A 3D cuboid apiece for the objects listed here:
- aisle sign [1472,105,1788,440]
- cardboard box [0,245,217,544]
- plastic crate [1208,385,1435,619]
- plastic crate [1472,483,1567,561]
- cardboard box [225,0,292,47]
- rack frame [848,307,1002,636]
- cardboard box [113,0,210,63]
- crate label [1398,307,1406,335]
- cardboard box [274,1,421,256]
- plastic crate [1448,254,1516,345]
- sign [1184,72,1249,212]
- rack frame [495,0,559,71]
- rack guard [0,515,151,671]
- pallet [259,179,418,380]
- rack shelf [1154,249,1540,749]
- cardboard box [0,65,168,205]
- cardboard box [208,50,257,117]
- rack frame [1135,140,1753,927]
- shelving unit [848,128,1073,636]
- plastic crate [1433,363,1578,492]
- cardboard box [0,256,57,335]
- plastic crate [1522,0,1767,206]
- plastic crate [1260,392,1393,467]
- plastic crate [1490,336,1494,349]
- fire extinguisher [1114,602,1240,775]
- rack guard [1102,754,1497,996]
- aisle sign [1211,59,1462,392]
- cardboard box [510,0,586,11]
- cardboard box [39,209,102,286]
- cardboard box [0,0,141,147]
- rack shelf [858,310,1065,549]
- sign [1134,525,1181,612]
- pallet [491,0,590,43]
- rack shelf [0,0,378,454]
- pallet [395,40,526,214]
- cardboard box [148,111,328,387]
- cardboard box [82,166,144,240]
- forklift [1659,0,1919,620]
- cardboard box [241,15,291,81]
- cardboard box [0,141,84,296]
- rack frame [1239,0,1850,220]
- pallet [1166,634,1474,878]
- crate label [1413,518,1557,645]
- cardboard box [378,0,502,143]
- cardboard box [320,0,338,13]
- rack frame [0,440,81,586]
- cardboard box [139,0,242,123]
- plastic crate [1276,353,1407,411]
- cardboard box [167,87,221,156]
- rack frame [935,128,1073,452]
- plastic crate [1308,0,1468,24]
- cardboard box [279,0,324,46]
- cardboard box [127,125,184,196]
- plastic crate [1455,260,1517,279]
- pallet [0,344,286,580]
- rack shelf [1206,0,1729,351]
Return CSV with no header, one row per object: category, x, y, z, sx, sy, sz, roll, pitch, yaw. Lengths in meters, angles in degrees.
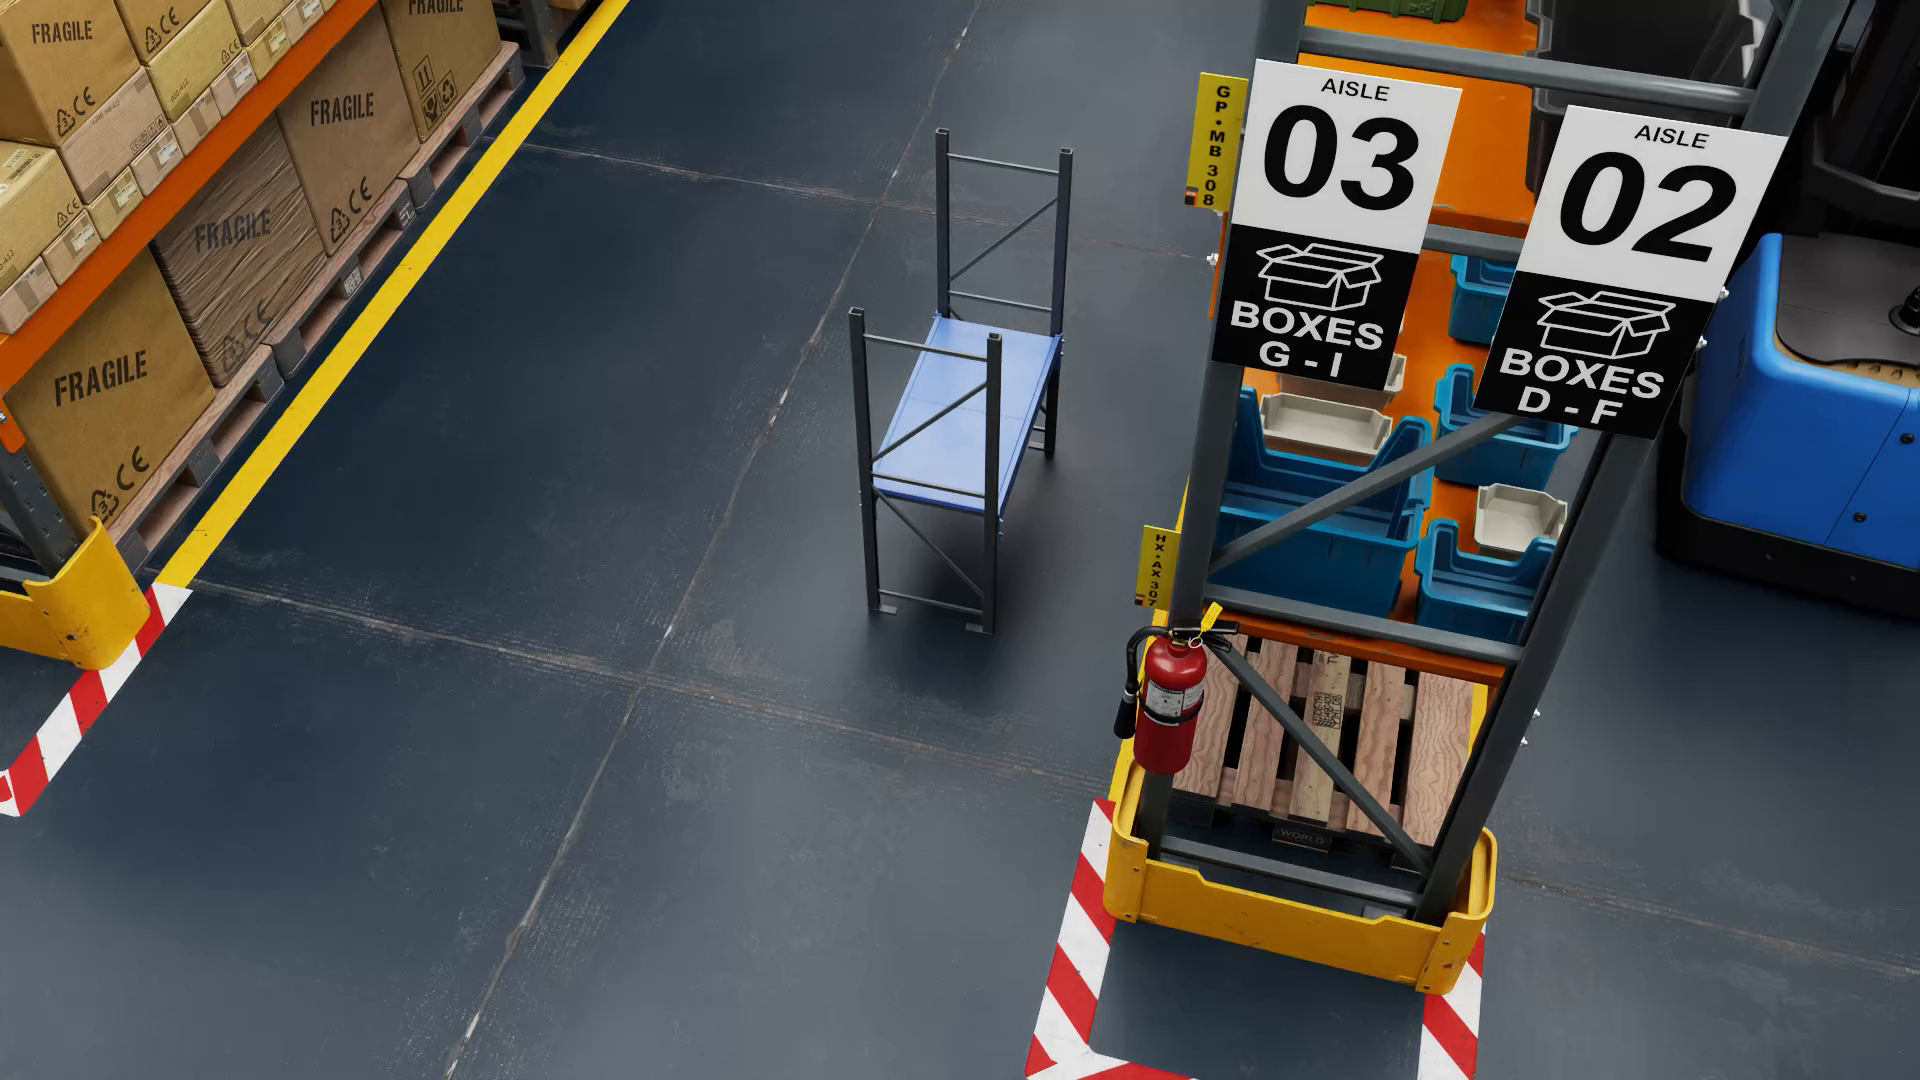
aisle sign,1.336,-0.519,3.392,0.394,0.787,0.004,12,50,10
cardboard box,-3.619,-0.661,6.389,0.875,0.875,0.875,12,50,10
plastic crate,0.976,-0.080,4.675,0.616,0.435,0.499,12,50,10
plastic crate,1.615,-0.031,4.832,0.250,0.136,0.298,12,50,10
cardboard box,-2.925,-2.208,6.519,0.500,0.250,0.500,11,49,9
rack frame,-0.111,-0.190,5.836,0.500,1.500,0.032,12,50,10
cardboard box,-3.061,-2.075,5.901,0.500,0.500,0.500,10,49,9
crate label,1.248,-0.741,5.458,0.396,0.136,0.243,12,50,10
cardboard box,-3.145,-1.963,7.538,0.875,0.875,0.875,12,50,10
plastic crate,1.797,-0.800,5.446,0.416,0.233,0.300,12,50,10
sign,0.533,-0.824,3.465,0.100,0.325,0.005,12,50,10
rack frame,-2.657,-3.640,7.881,1.000,3.000,0.127,12,50,10
rack guard,-3.717,0.098,6.249,1.175,0.500,0.348,12,50,10
pallet,-3.252,-1.298,7.673,1.003,0.211,1.213,12,50,10
rack shelf,1.594,-0.978,6.011,1.077,0.370,4.000,12,50,10
cardboard box,-3.193,-1.467,5.864,0.500,0.250,0.500,11,49,10
cardboard box,-2.962,-1.786,6.412,0.380,0.149,0.250,11,50,10
rack frame,1.068,0.231,4.465,1.000,3.000,0.127,12,50,10
shelving unit,0.022,-0.558,6.161,0.538,1.500,1.048,12,50,10
plastic crate,1.624,-0.324,5.026,0.416,0.233,0.300,12,50,10
cardboard box,-3.298,-0.855,5.591,0.380,0.149,0.250,12,50,10
plastic crate,1.438,-0.942,3.586,0.497,0.269,0.590,12,50,10
plastic crate,1.108,-0.328,5.093,0.396,0.136,0.243,12,50,10
plastic crate,1.793,-0.522,5.265,0.250,0.136,0.298,12,50,10
fire extinguisher,0.590,0.399,4.616,0.296,0.674,0.183,12,50,10
rack guard,1.074,1.078,5.384,1.175,0.500,0.348,12,50,10
aisle sign,0.766,-0.635,3.495,0.394,0.787,0.004,12,50,10
cardboard box,-2.508,-3.543,8.932,1.225,0.875,0.875,12,50,10
cardboard box,-3.232,-1.041,5.755,0.380,0.149,0.250,11,49,9
cardboard box,-3.192,-1.699,5.570,0.500,0.500,0.500,10,49,9
rack shelf,0.022,-0.439,6.296,0.538,0.185,1.000,12,50,10
sign,0.533,0.080,4.489,0.100,0.325,0.005,12,50,10
pallet,-2.527,-3.290,9.432,1.003,0.211,1.213,12,50,10
rack shelf,-3.184,-1.955,6.874,1.077,0.370,4.000,12,50,10
pallet,-2.933,-2.183,8.455,1.003,0.211,1.213,12,50,10
cardboard box,-3.379,-1.320,6.970,0.875,0.875,0.875,12,50,10
cardboard box,-3.165,-1.227,5.918,0.380,0.149,0.250,11,49,9
forklift,3.765,-1.795,6.298,1.130,2.935,3.031,16,50,13
cardboard box,-2.895,-1.968,6.573,0.380,0.149,0.250,10,49,9
cardboard box,-3.323,-1.090,5.531,0.500,0.250,0.500,10,49,9
rack frame,1.068,-1.755,2.215,1.000,3.000,0.127,12,50,10
pallet,1.323,0.564,6.030,1.003,0.211,1.213,12,50,10
crate label,1.451,0.152,4.605,0.416,0.233,0.303,12,50,10
cardboard box,-2.908,-2.614,8.113,0.875,0.875,0.875,12,50,10
cardboard box,-2.760,-2.342,6.903,0.380,0.149,0.250,11,49,9
rack frame,-3.710,-0.747,5.327,1.000,3.000,0.127,12,50,10
cardboard box,-3.057,-1.830,6.185,0.500,0.250,0.500,10,49,9
plastic crate,1.198,-0.534,5.276,0.396,0.136,0.243,12,50,10
cardboard box,-3.030,-1.599,6.247,0.380,0.149,0.250,11,49,9
rack frame,0.156,-0.926,6.486,0.500,1.500,0.032,12,50,10
plastic crate,1.052,-1.462,4.099,0.450,0.188,0.336,12,50,10
cardboard box,-2.828,-2.158,6.741,0.380,0.149,0.250,12,50,11
cardboard box,-3.098,-1.415,6.085,0.380,0.149,0.250,11,49,9
plastic crate,1.876,-1.017,5.637,0.416,0.233,0.300,12,50,10
pallet,-3.575,-0.418,6.897,1.003,0.211,1.213,12,50,10
rack shelf,1.594,-1.971,4.887,1.077,0.370,4.000,12,50,10
